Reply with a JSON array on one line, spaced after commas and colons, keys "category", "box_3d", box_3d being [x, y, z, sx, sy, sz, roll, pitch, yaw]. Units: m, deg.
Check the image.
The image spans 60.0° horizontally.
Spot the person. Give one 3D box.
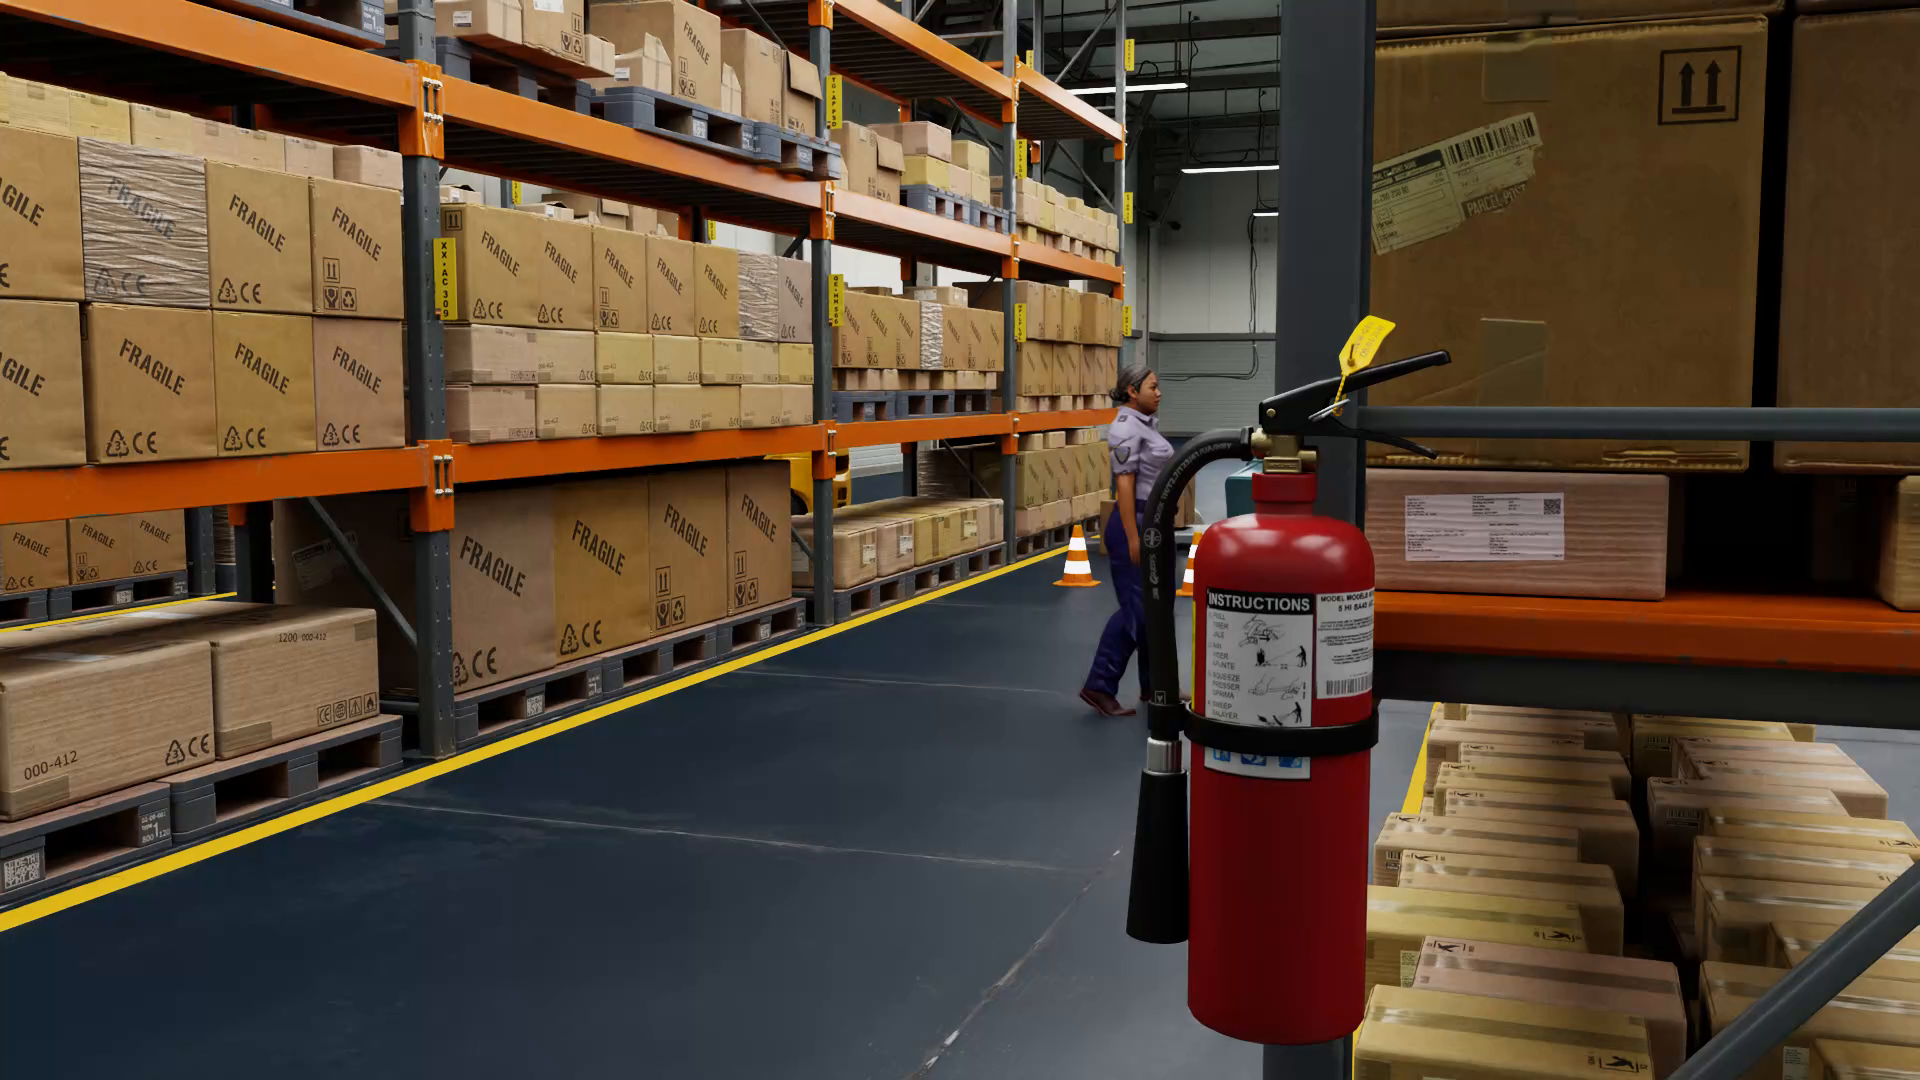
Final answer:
[{"category": "person", "box_3d": [0.879, -0.002, 7.950, 0.529, 1.678, 0.508, 2, 6, 19]}]
